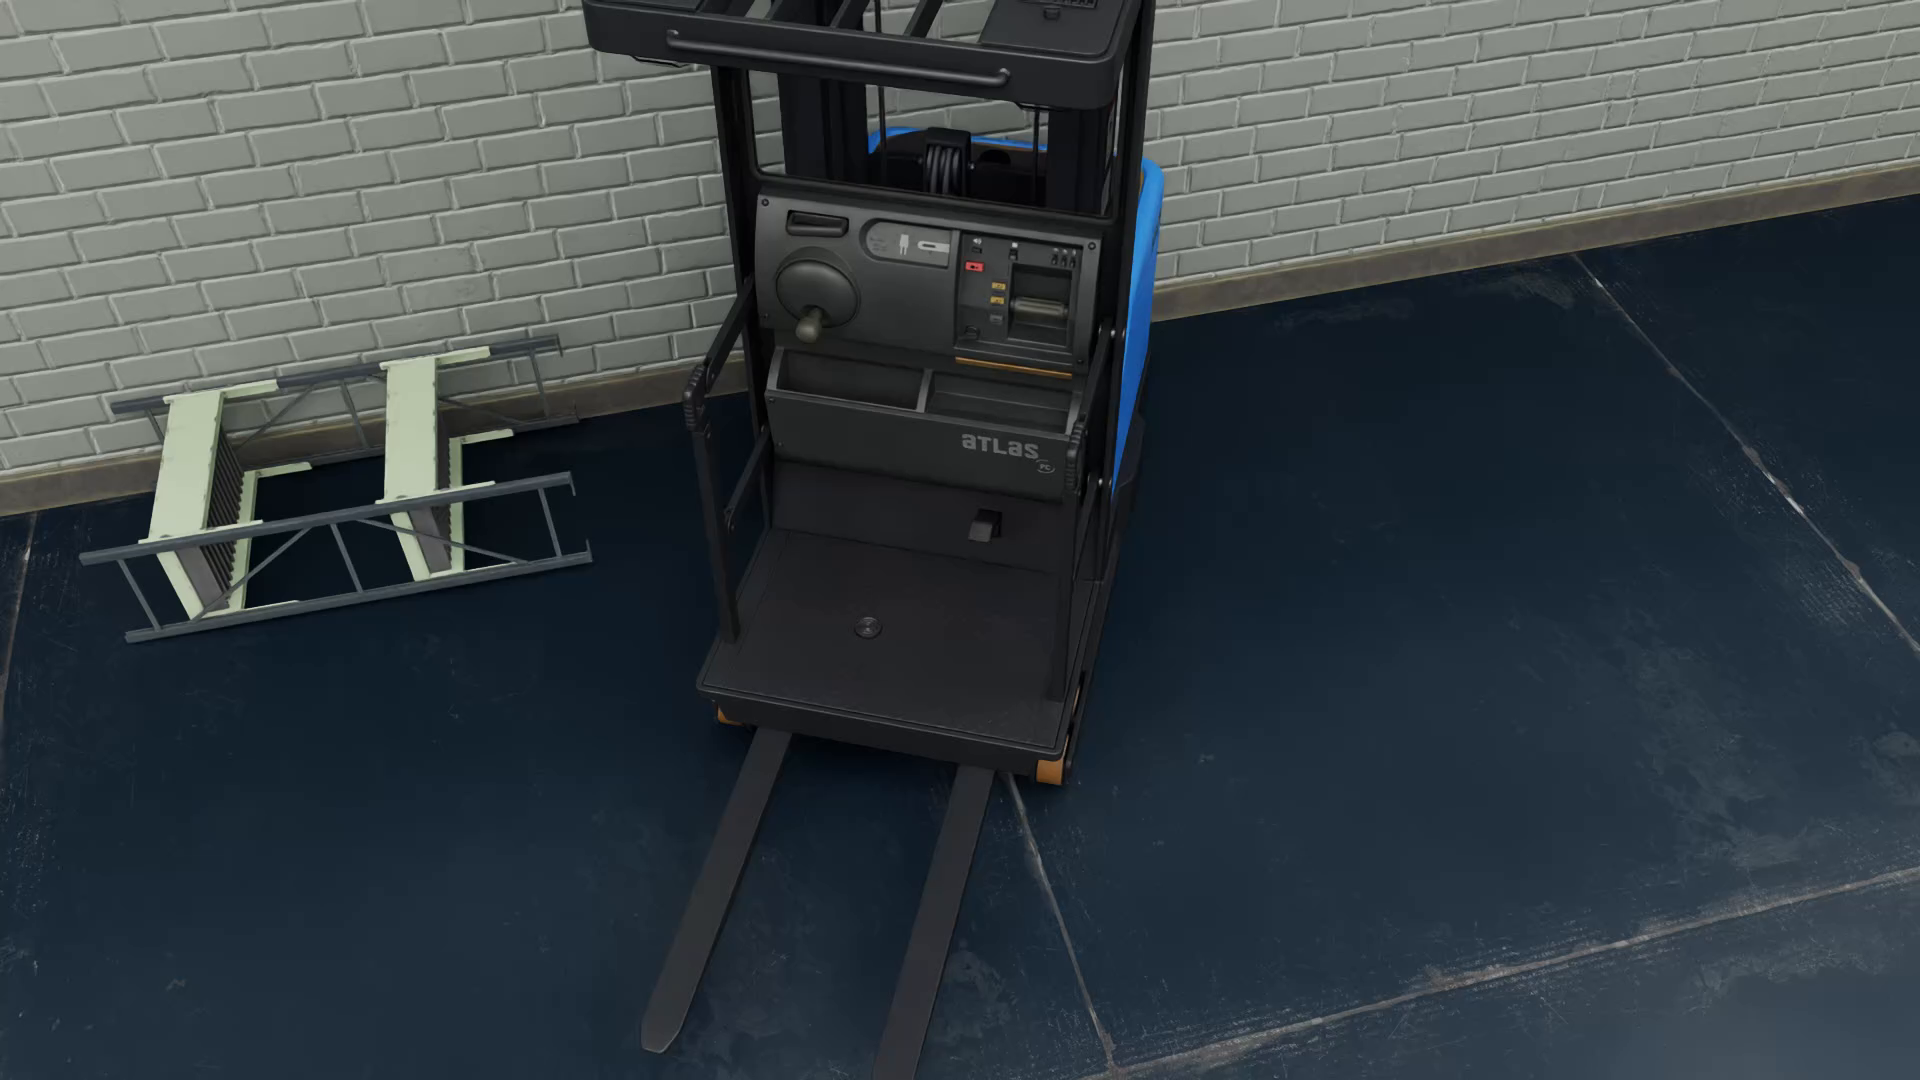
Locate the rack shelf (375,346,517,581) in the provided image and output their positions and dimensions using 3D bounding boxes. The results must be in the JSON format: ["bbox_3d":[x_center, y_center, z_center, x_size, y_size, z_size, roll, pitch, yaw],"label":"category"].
[{"bbox_3d":[-1.736,-0.252,5.660,0.370,0.431,0.720,-10,46,-8],"label":"rack shelf"}]

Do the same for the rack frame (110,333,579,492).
[{"bbox_3d":[-2.136,-0.447,5.867,1.500,0.400,0.023,-10,46,-8],"label":"rack frame"}]

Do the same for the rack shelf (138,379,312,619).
[{"bbox_3d":[-2.435,-0.127,5.560,0.370,0.431,0.720,-10,46,-8],"label":"rack shelf"}]

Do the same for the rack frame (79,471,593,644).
[{"bbox_3d":[-1.973,0.058,5.362,1.500,0.400,0.023,-10,46,-8],"label":"rack frame"}]

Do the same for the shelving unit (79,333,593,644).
[{"bbox_3d":[-2.054,-0.195,5.614,1.500,0.431,0.755,-10,46,-8],"label":"shelving unit"}]

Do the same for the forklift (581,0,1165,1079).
[{"bbox_3d":[-0.140,-0.590,4.276,1.130,2.935,3.031,9,46,9],"label":"forklift"}]
